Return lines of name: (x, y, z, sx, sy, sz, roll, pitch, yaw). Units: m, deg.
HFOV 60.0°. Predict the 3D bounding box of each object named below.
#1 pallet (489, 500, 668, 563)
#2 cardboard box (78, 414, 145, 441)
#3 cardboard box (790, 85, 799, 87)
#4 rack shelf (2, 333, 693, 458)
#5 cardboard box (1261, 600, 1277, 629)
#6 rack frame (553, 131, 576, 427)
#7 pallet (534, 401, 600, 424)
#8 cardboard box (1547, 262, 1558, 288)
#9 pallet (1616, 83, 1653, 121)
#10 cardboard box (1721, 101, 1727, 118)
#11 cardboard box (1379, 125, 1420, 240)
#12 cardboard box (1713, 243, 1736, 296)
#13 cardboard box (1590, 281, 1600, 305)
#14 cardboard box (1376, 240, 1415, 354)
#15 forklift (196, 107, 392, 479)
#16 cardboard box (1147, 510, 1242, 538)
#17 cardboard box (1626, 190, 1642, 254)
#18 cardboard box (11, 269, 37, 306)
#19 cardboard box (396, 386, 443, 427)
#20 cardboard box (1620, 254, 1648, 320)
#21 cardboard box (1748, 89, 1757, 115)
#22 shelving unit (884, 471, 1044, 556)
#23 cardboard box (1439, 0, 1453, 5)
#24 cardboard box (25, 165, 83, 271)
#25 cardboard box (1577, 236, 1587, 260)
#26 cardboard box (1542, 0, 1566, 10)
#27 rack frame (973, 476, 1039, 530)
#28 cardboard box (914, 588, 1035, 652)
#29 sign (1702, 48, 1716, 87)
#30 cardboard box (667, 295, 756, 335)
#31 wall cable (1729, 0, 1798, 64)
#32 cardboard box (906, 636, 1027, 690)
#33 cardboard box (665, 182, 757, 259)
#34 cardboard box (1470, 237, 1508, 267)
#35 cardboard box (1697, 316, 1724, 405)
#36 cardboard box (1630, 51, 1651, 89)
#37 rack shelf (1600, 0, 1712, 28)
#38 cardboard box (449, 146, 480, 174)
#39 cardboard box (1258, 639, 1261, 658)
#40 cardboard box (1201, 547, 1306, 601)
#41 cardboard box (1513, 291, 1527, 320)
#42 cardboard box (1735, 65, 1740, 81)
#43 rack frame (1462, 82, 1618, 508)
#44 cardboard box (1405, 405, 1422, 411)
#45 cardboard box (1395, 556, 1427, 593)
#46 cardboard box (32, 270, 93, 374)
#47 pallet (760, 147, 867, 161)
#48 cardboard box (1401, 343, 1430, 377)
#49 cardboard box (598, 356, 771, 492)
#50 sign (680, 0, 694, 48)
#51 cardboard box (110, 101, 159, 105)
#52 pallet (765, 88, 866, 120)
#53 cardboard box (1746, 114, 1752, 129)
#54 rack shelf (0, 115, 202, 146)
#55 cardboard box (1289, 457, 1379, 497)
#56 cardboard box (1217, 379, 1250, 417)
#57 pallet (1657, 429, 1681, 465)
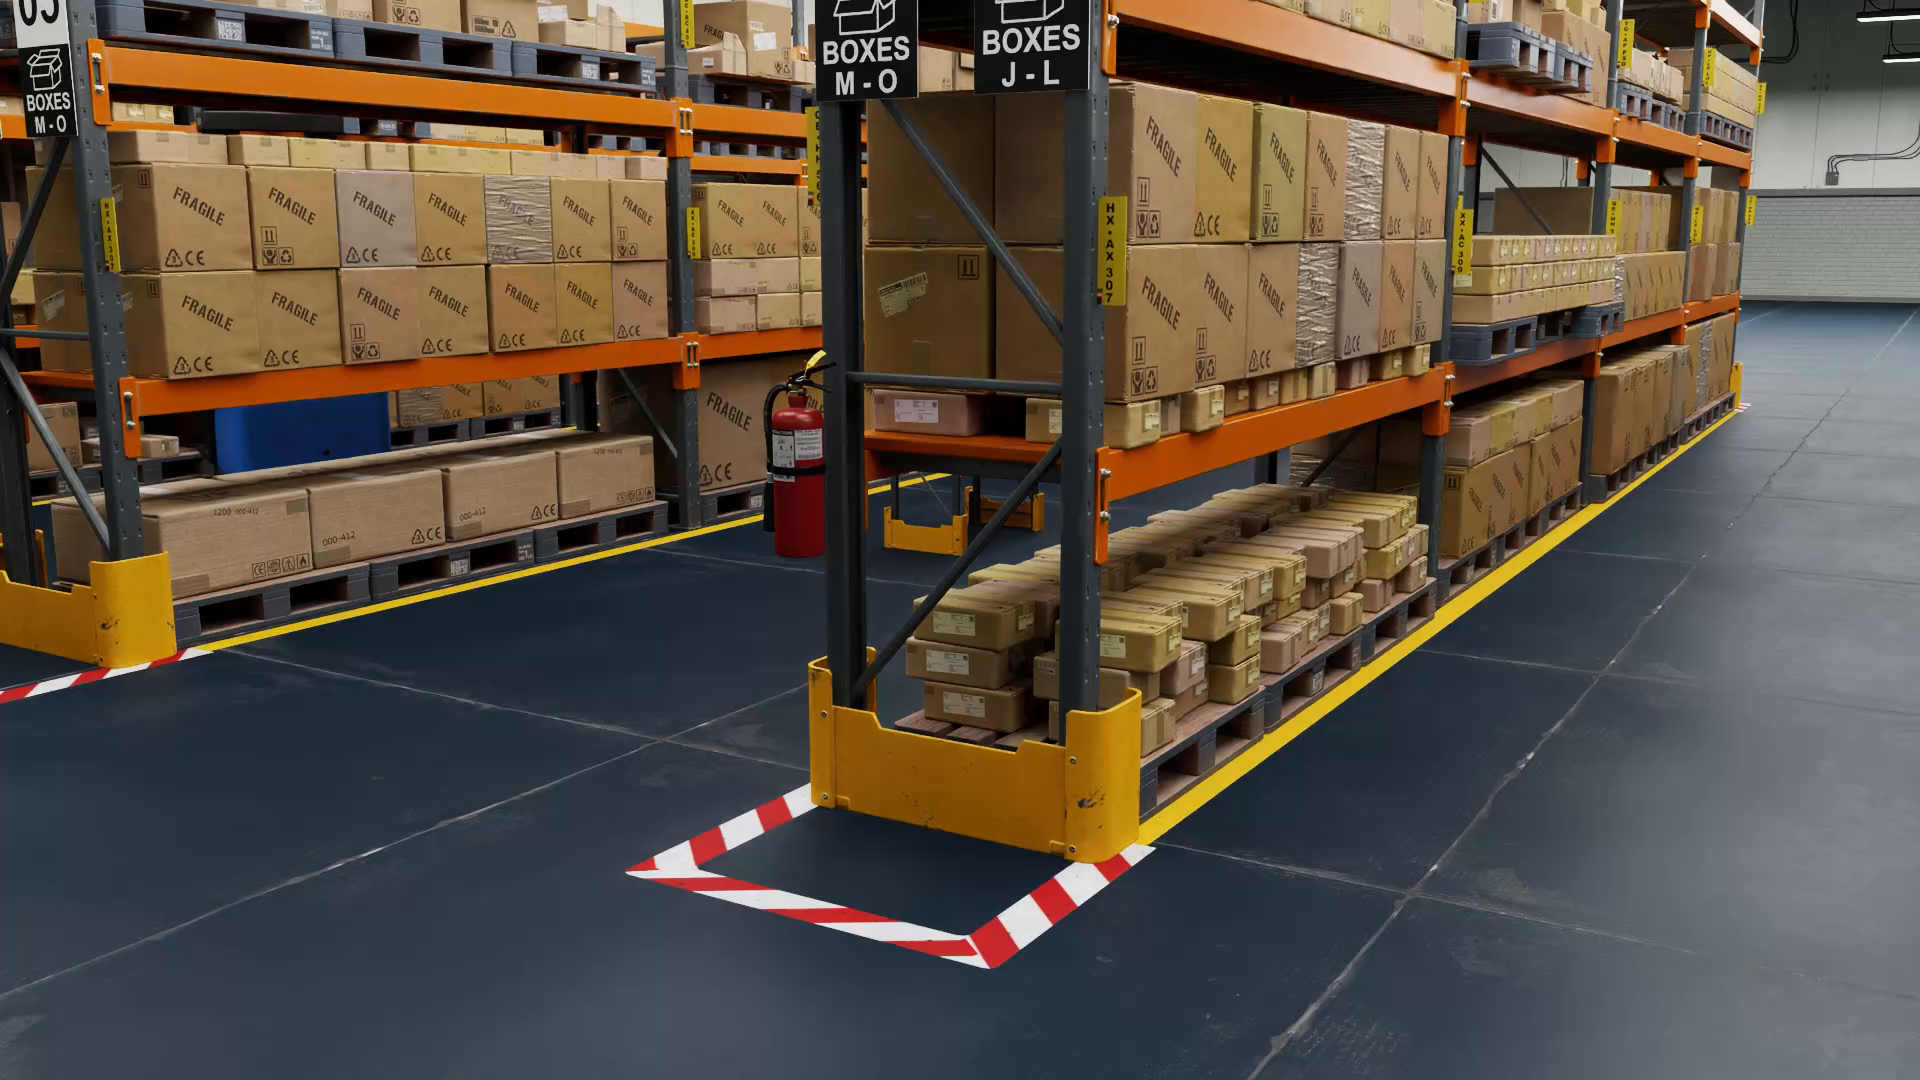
pallet: (-2.674, -0.106, 10.863, 1.003, 0.211, 1.213, 6, 12, 31)
cardboard box: (-7.002, -0.866, 13.510, 0.500, 0.311, 0.500, 7, 13, 33)
cardboard box: (-1.359, -3.467, 12.577, 0.380, 0.166, 0.250, 8, 13, 35)
rack shelf: (-3.251, -0.921, 9.592, 1.077, 0.370, 4.000, 6, 12, 31)
cardboard box: (1.115, 0.276, 7.042, 0.380, 0.149, 0.250, 7, 13, 34)
rack frame: (-4.380, -2.692, 17.096, 1.000, 3.000, 0.127, 6, 12, 31)
pallet: (-3.919, -1.447, 18.024, 1.003, 0.211, 1.213, 6, 12, 31)
cardboard box: (3.345, -1.586, 9.923, 0.380, 0.149, 0.250, 6, 12, 30)
pallet: (4.436, -3.249, 12.434, 1.213, 0.211, 1.003, 7, 13, 33)
cardboard box: (7.230, -4.182, 16.172, 0.380, 0.149, 0.250, 6, 12, 30)
cardboard box: (1.794, -1.637, 7.666, 0.500, 0.500, 0.500, 6, 12, 29)
cardboard box: (7.880, -2.942, 18.023, 0.875, 0.550, 0.550, 6, 12, 31)
cardboard box: (4.020, -1.643, 11.036, 0.380, 0.149, 0.250, 7, 12, 32)
cardboard box: (1.790, -1.143, 7.742, 0.500, 0.500, 0.500, 6, 12, 29)
forklift: (-5.136, -1.781, 12.418, 1.130, 2.935, 3.031, -6, 12, -30)
cardboard box: (1.114, -0.038, 7.908, 0.380, 0.149, 0.250, 7, 13, 32)
cardboard box: (5.180, -2.612, 13.683, 0.700, 0.500, 0.500, 6, 12, 30)
cardboard box: (-7.030, -1.874, 12.329, 0.500, 0.250, 0.500, 6, 12, 30)
cardboard box: (-5.208, -1.339, 15.520, 0.500, 0.500, 0.500, 6, 12, 29)
cardboard box: (5.135, -2.015, 13.207, 0.500, 0.500, 0.500, 6, 12, 31)
cardboard box: (8.285, -4.718, 17.954, 0.500, 0.250, 0.500, 7, 12, 31)
shelving unit: (0.040, -0.749, 10.795, 0.587, 1.500, 1.083, 6, 12, 31)
cardboard box: (2.048, -2.682, 7.939, 0.500, 0.250, 0.500, 6, 12, 28)
cardboard box: (-4.242, -1.599, 8.271, 0.500, 0.500, 0.500, 7, 13, 33)
cardboard box: (3.751, -1.855, 10.553, 0.380, 0.149, 0.250, 6, 12, 31)
cardboard box: (3.509, -3.368, 10.206, 0.396, 0.266, 0.258, 6, 12, 31)
rack frame: (0.308, -0.831, 11.229, 0.500, 1.500, 0.032, 6, 12, 31)
cardboard box: (0.052, 0.292, 6.147, 0.380, 0.149, 0.250, 7, 12, 31)
sign: (6.693, -4.223, 14.864, 0.100, 0.325, 0.005, 6, 12, 31)
cardboard box: (-1.758, -1.559, 11.454, 0.500, 0.250, 0.500, 6, 12, 29)
wall cable: (21.834, -14.568, 46.584, 3.097, 2.526, 0.112, 6, 12, 31)
cardboard box: (0.024, 0.435, 6.189, 0.380, 0.149, 0.250, 6, 12, 29)
cardboard box: (-1.738, -2.171, 11.327, 0.500, 0.500, 0.500, 7, 12, 31)
cardboard box: (2.668, -1.525, 8.790, 0.380, 0.149, 0.250, 7, 13, 34)
cardboard box: (7.550, -1.930, 17.659, 0.875, 0.875, 0.875, 6, 12, 30)
cardboard box: (4.971, -3.589, 12.731, 0.500, 0.250, 0.500, 7, 13, 32)
rack shelf: (5.186, -4.474, 13.356, 1.077, 0.370, 4.000, 6, 12, 31)
cardboard box: (-2.933, -2.135, 9.368, 0.380, 0.149, 0.250, 6, 12, 31)
cardboard box: (1.006, 0.472, 6.800, 0.380, 0.149, 0.250, 6, 12, 31)
cardboard box: (1.223, 0.141, 6.956, 0.380, 0.149, 0.250, 7, 12, 32)
cardboard box: (2.940, -1.316, 9.289, 0.380, 0.149, 0.250, 6, 12, 31)
cardboard box: (7.624, -4.693, 16.734, 0.380, 0.149, 0.250, 6, 12, 31)
rack frame: (4.147, -1.761, 12.125, 1.000, 3.000, 0.127, 6, 12, 31)
cardboard box: (2.520, -0.699, 10.066, 0.500, 0.250, 0.500, 7, 13, 33)
cardboard box: (2.158, 0.157, 8.485, 0.380, 0.149, 0.250, 7, 12, 31)
cardboard box: (-4.265, -1.110, 8.376, 0.500, 0.500, 0.500, 6, 12, 31)
pallet: (-1.883, -4.888, 20.918, 1.003, 0.211, 1.213, 6, 12, 31)
cardboard box: (2.082, -0.890, 8.156, 0.380, 0.149, 0.250, 6, 12, 29)
cardboard box: (-1.959, -0.856, 11.924, 0.875, 0.875, 0.875, 7, 13, 32)
sign: (-1.737, -3.304, 10.593, 0.100, 0.325, 0.005, 6, 12, 31)
cardboard box: (-6.493, -3.510, 12.913, 0.500, 0.250, 0.500, 6, 12, 31)
pallet: (-1.003, -3.317, 12.798, 1.003, 0.211, 1.213, 7, 13, 33)
cardboard box: (8.286, -4.502, 17.881, 0.380, 0.149, 0.250, 7, 12, 31)
rack shelf: (-7.495, -2.869, 11.846, 1.077, 0.370, 4.000, 6, 12, 31)
cardboard box: (2.240, -0.250, 9.706, 0.500, 0.500, 0.500, 6, 12, 30)
cardboard box: (0.904, -0.575, 6.469, 0.380, 0.149, 0.250, 6, 12, 30)
pallet: (5.888, -0.891, 15.055, 1.003, 0.211, 1.213, 6, 12, 31)
